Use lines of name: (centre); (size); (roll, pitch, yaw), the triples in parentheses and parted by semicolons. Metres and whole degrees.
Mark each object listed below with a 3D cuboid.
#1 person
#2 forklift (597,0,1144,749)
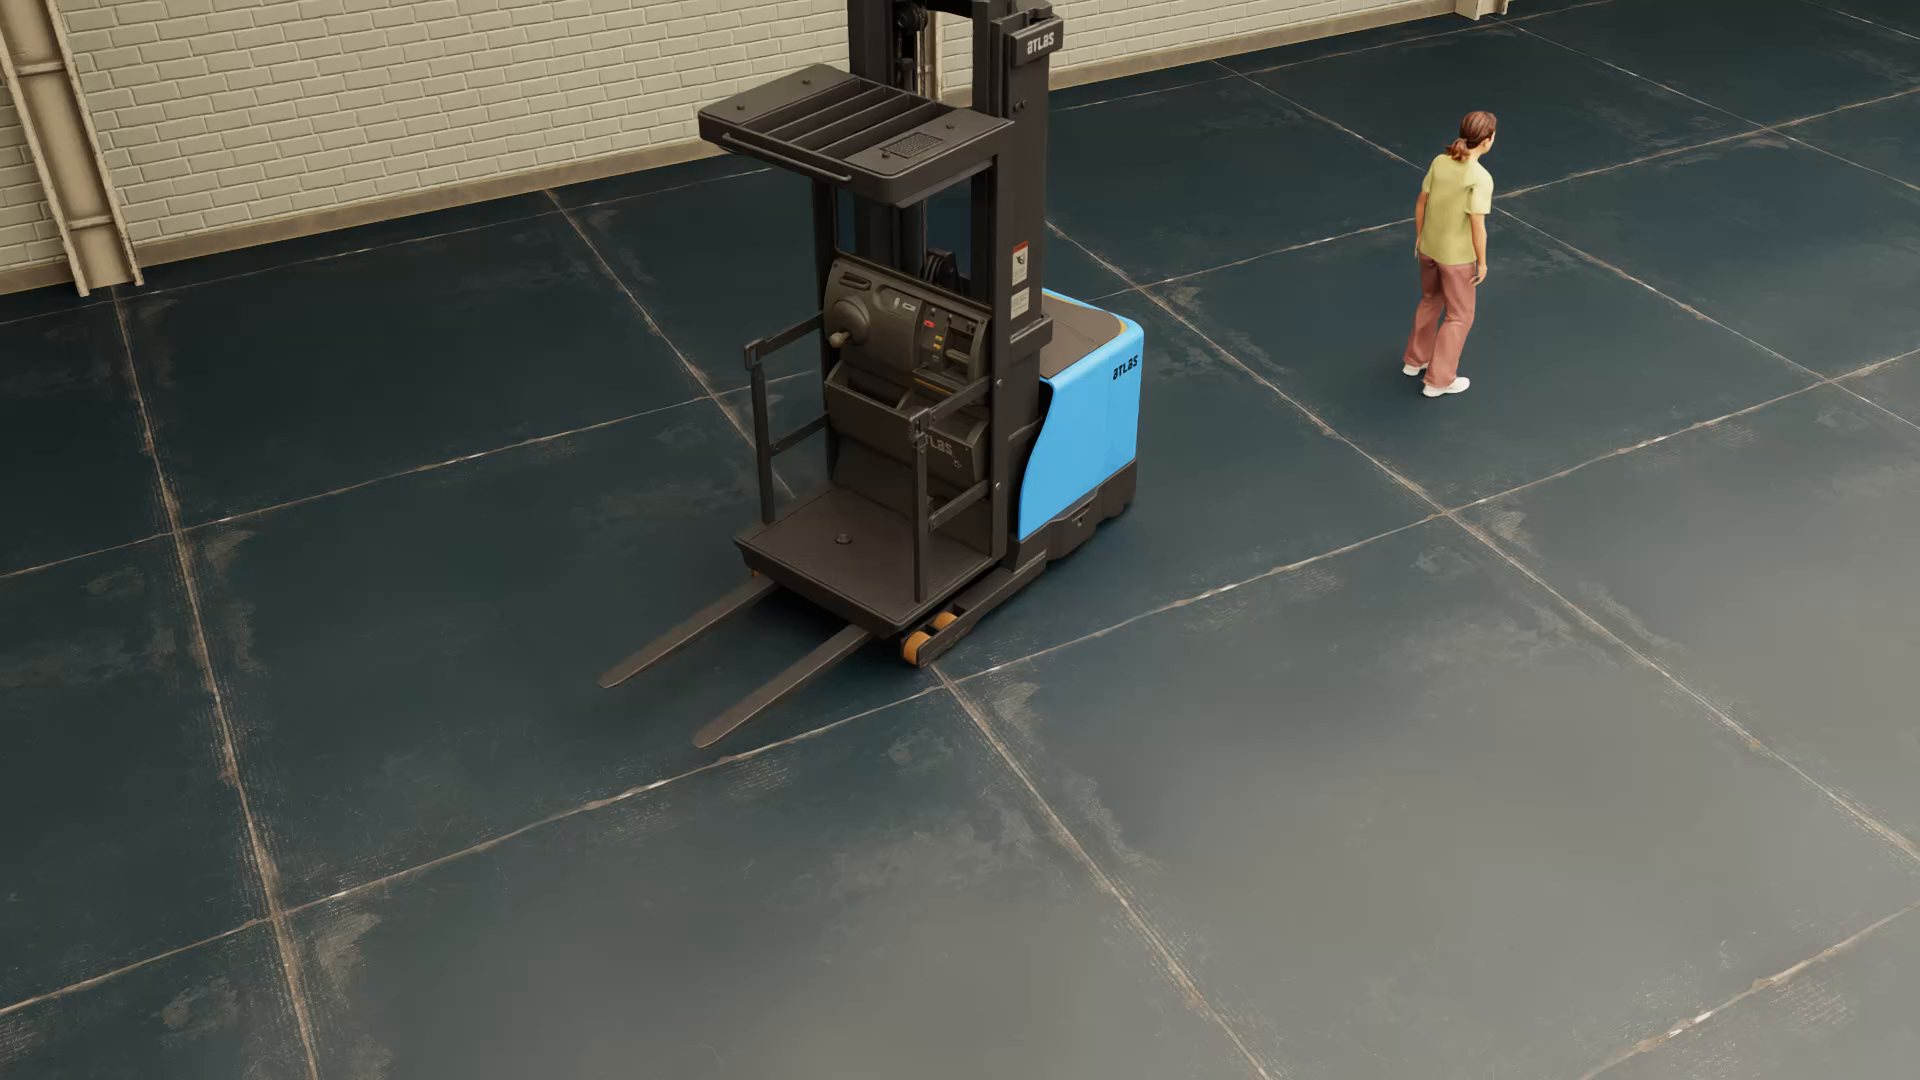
person: (2.842, -1.645, 9.551); (0.391, 1.677, 0.515); (-18, 39, -24)
forklift: (-0.390, -0.927, 7.434); (1.130, 2.935, 3.031); (26, 43, 31)
